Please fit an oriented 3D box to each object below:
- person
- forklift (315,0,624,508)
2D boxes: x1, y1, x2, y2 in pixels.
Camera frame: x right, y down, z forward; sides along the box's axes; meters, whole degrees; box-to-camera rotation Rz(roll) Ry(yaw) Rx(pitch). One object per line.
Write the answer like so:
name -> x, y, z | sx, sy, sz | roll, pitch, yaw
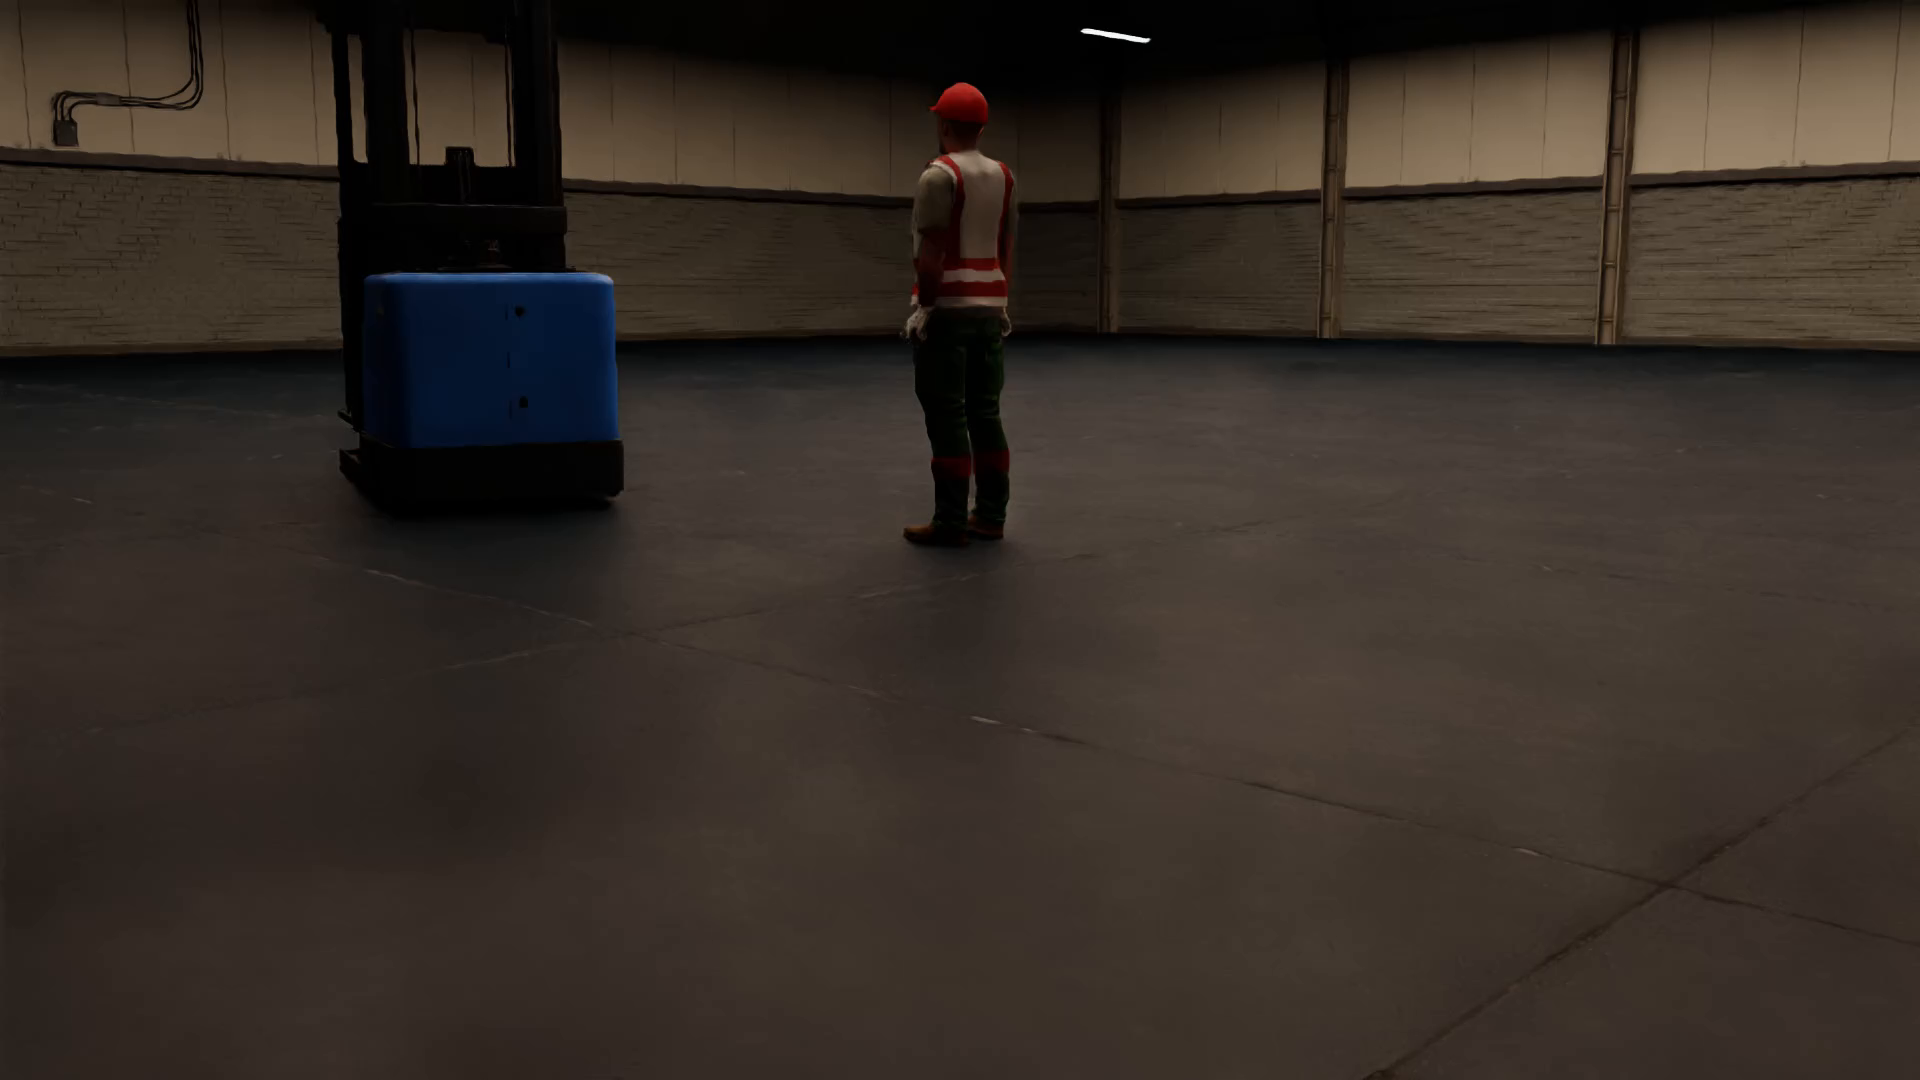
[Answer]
person -> -0.016, -0.888, 6.598 | 0.349, 1.795, 0.540 | 8, 12, 43
forklift -> -2.680, -1.775, 8.662 | 1.130, 2.935, 3.031 | -4, 10, -26
